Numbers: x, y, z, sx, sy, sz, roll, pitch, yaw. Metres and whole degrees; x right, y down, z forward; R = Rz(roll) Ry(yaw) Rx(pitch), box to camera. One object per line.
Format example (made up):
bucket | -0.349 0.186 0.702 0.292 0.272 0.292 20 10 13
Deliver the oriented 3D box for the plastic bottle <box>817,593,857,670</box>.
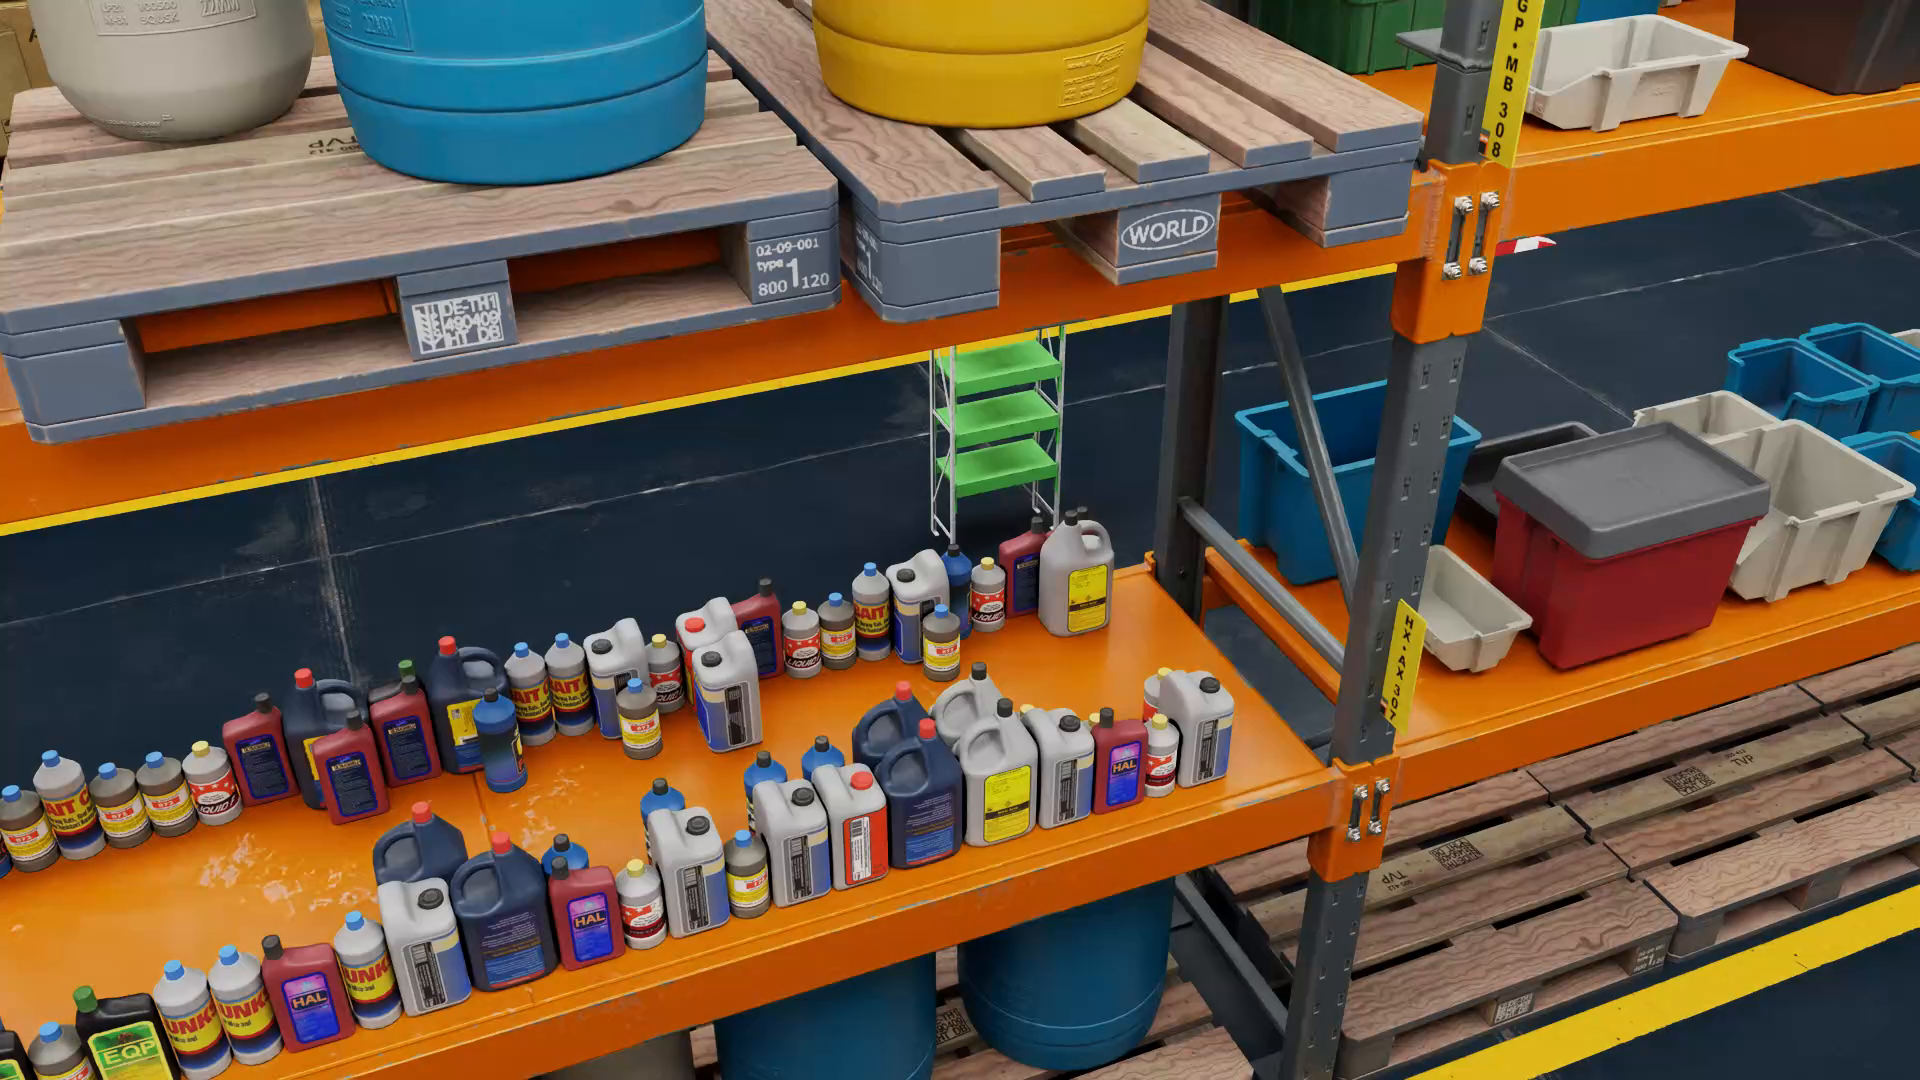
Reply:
plastic bottle | -0.320 0.230 4.328 0.097 0.201 0.097 0 33 0

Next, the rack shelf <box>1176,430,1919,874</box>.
rack shelf | 2.643 0.011 5.142 4.000 0.370 1.077 -13 35 -19

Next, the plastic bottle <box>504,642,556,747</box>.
plastic bottle | -1.050 0.368 4.052 0.097 0.271 0.097 0 33 0

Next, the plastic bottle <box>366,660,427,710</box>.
plastic bottle | -1.334 0.417 3.966 0.133 0.283 0.061 -13 35 -19

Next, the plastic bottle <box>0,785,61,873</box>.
plastic bottle | -2.086 0.634 3.707 0.097 0.201 0.097 0 33 0

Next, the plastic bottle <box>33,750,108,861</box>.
plastic bottle | -1.996 0.584 3.720 0.097 0.271 0.097 0 33 0

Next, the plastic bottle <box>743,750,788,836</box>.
plastic bottle | -0.431 0.585 3.719 0.097 0.271 0.097 0 33 0

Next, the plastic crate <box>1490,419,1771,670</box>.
plastic crate | 1.719 0.018 4.359 0.583 0.464 0.402 -13 35 -19

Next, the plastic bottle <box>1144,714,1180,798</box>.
plastic bottle | 0.464 0.499 3.915 0.097 0.201 0.097 0 33 0

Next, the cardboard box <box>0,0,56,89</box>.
cardboard box | -5.996 -3.370 11.264 0.750 0.750 0.750 -13 35 -20

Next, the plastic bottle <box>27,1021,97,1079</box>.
plastic bottle | -1.698 0.994 3.154 0.097 0.201 0.097 0 33 0

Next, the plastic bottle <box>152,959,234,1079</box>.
plastic bottle | -1.485 0.916 3.209 0.097 0.271 0.097 0 33 0

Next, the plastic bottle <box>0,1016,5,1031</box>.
plastic bottle | -1.845 0.963 3.138 0.097 0.271 0.097 0 33 0

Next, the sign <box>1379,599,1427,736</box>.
sign | 1.010 0.293 3.796 0.005 0.325 0.100 -13 35 -19

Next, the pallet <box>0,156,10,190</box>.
pallet | -4.206 -1.613 7.155 1.003 0.211 1.213 -13 35 -19

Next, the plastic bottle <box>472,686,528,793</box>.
plastic bottle | -1.084 0.461 3.909 0.097 0.271 0.097 0 33 0

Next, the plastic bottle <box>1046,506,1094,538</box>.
plastic bottle | 0.295 0.044 4.539 0.133 0.283 0.061 -13 35 -19

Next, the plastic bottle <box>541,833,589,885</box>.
plastic bottle | -0.822 0.728 3.498 0.097 0.271 0.097 0 33 0

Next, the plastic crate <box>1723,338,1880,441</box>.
plastic crate | 2.641 -0.440 5.274 0.300 0.233 0.416 -13 35 -19

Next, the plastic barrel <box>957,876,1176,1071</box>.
plastic barrel | 0.290 0.942 4.591 0.708 0.901 0.600 -13 35 -19

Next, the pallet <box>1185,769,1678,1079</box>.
pallet | 1.462 1.126 5.326 1.213 0.211 1.003 -13 35 -19

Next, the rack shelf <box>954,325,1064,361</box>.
rack shelf | 0.153 -0.887 6.750 0.480 0.148 0.258 -13 35 -19

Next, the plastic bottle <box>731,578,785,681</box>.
plastic bottle | -0.523 0.231 4.251 0.133 0.283 0.061 -13 35 -19

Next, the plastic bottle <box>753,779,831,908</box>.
plastic bottle | -0.365 0.642 3.627 0.135 0.276 0.152 -13 35 -19

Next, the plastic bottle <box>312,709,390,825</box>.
plastic bottle | -1.401 0.518 3.811 0.133 0.283 0.061 -13 35 -19

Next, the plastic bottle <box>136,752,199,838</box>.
plastic bottle | -1.817 0.573 3.802 0.097 0.201 0.097 0 33 0

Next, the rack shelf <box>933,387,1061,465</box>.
rack shelf | 0.153 -0.484 7.011 0.480 0.148 0.258 -13 35 -19

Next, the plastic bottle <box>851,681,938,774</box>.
plastic bottle | -0.148 0.478 3.811 0.185 0.351 0.144 -13 35 -19

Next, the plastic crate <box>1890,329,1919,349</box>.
plastic crate | 3.178 -0.571 5.564 0.298 0.136 0.250 -13 35 -19

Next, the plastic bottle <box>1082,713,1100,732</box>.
plastic bottle | 0.318 0.497 3.918 0.097 0.201 0.097 0 33 0

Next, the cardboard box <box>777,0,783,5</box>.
cardboard box | -0.754 -2.636 8.459 0.500 0.500 0.500 -12 35 -18

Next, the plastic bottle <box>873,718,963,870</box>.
plastic bottle | -0.093 0.550 3.699 0.185 0.351 0.144 -13 35 -19

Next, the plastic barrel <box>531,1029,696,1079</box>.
plastic barrel | -0.918 1.329 4.354 0.421 0.512 0.421 0 33 0

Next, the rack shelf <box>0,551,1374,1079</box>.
rack shelf | -1.045 0.856 3.844 4.000 0.370 1.077 -13 35 -19

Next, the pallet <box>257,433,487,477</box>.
pallet | -2.977 -0.740 8.194 1.213 0.211 1.003 -13 35 -19

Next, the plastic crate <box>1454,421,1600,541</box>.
plastic crate | 1.727 -0.149 4.926 0.590 0.125 0.437 -13 35 -19

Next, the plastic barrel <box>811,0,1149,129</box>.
plastic barrel | 0.036 -1.086 2.860 0.600 0.588 0.600 0 33 0

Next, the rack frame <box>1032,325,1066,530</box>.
rack frame | 0.378 -0.589 7.056 0.015 1.200 0.240 -13 35 -19

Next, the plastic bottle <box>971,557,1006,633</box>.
plastic bottle | 0.073 0.140 4.467 0.097 0.201 0.097 0 33 0

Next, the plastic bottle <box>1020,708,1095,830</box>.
plastic bottle | 0.224 0.507 3.834 0.135 0.276 0.152 -13 35 -19

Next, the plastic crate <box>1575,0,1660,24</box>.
plastic crate | 1.515 -1.408 4.067 0.300 0.233 0.416 -13 35 -19

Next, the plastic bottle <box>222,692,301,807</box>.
plastic bottle | -1.628 0.484 3.863 0.133 0.283 0.061 -13 35 -19

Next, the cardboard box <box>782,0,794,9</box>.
cardboard box | -0.540 -2.372 8.054 0.500 0.500 0.500 -12 35 -18

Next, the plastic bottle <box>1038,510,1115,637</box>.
plastic bottle | 0.311 0.072 4.433 0.185 0.351 0.144 -13 35 -19

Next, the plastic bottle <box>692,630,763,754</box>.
plastic bottle | -0.570 0.362 4.057 0.135 0.276 0.152 -13 35 -19

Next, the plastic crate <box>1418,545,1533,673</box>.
plastic crate | 1.283 0.191 4.393 0.243 0.136 0.396 -13 35 -19

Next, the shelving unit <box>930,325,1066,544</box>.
shelving unit | 0.153 -0.538 6.976 0.503 1.200 0.258 -13 35 -19

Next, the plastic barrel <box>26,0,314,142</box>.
plastic barrel | -1.313 -0.964 2.721 0.433 0.535 0.433 0 33 0

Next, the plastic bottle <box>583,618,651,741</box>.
plastic bottle | -0.843 0.335 4.099 0.135 0.276 0.152 -13 35 -19

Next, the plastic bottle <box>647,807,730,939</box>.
plastic bottle | -0.579 0.691 3.552 0.135 0.276 0.152 -13 35 -19

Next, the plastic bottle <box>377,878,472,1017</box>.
plastic bottle | -1.087 0.807 3.373 0.135 0.276 0.152 -13 35 -19

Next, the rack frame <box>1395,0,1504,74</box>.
rack frame | 0.799 -2.383 2.661 0.127 3.000 1.000 -13 35 -19

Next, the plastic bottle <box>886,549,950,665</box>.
plastic bottle | -0.113 0.167 4.356 0.135 0.276 0.152 -13 35 -19

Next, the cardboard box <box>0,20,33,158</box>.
cardboard box | -4.266 -1.923 6.978 0.500 0.500 0.700 -26 41 -34

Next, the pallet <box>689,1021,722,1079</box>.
pallet | -1.055 1.702 4.440 1.213 0.211 1.003 -13 35 -19

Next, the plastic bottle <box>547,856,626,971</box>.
plastic bottle | -0.775 0.759 3.440 0.133 0.283 0.061 -13 35 -19

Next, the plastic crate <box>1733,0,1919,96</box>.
plastic crate | 2.050 -1.195 3.706 0.590 0.269 0.497 -13 35 -19

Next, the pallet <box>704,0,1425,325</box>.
pallet | 0.114 -0.832 3.200 1.003 0.211 1.213 -13 35 -19

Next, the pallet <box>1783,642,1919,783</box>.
pallet | 3.711 0.611 6.118 1.213 0.211 1.003 -13 35 -19

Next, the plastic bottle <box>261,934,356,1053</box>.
plastic bottle | -1.282 0.876 3.261 0.133 0.283 0.061 -13 35 -19
